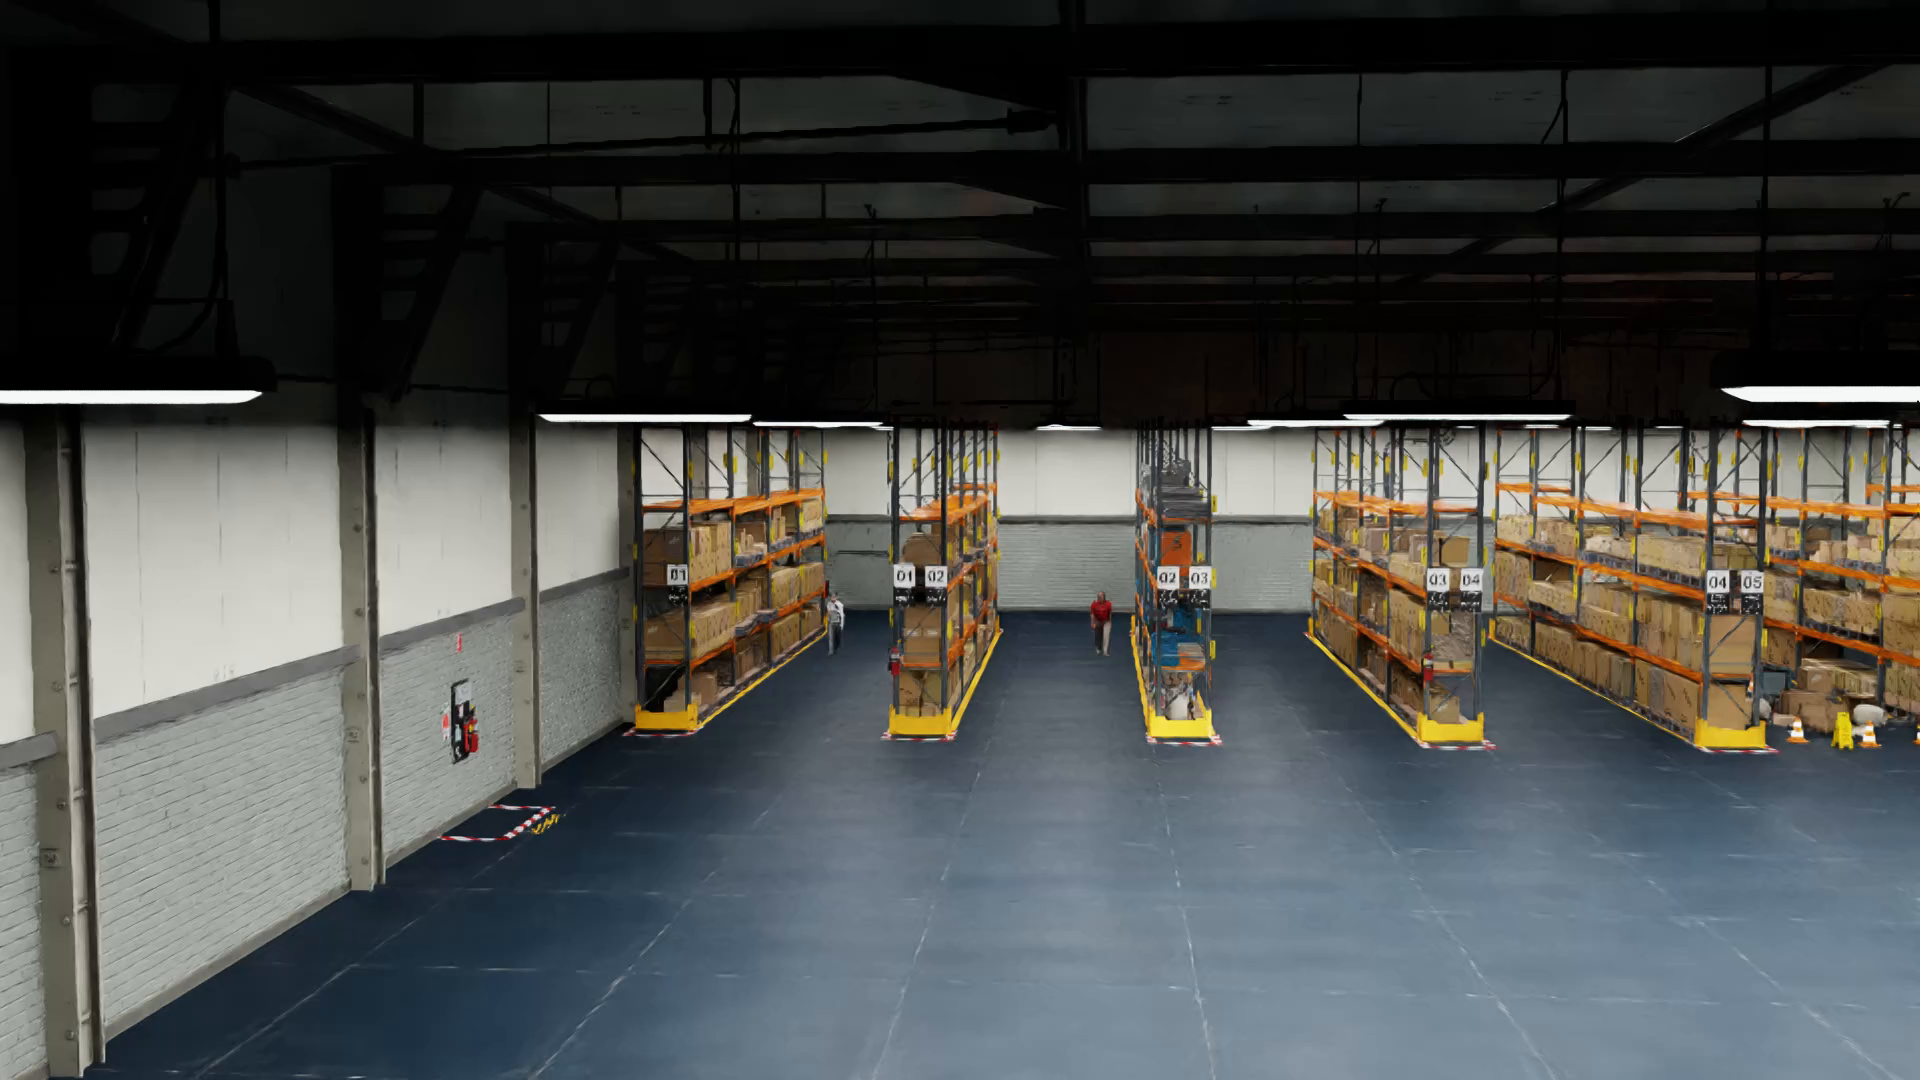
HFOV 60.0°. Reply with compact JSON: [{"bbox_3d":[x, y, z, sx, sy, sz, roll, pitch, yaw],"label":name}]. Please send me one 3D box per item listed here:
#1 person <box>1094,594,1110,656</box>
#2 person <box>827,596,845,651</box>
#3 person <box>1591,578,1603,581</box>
[{"bbox_3d":[3.625,2.152,42.448,0.423,1.538,1.126,0,4,7],"label":"person"},{"bbox_3d":[-3.201,2.096,42.856,0.500,1.546,0.798,0,4,3],"label":"person"},{"bbox_3d":[18.175,1.842,47.427,0.768,1.577,0.604,-2,4,-24],"label":"person"}]
